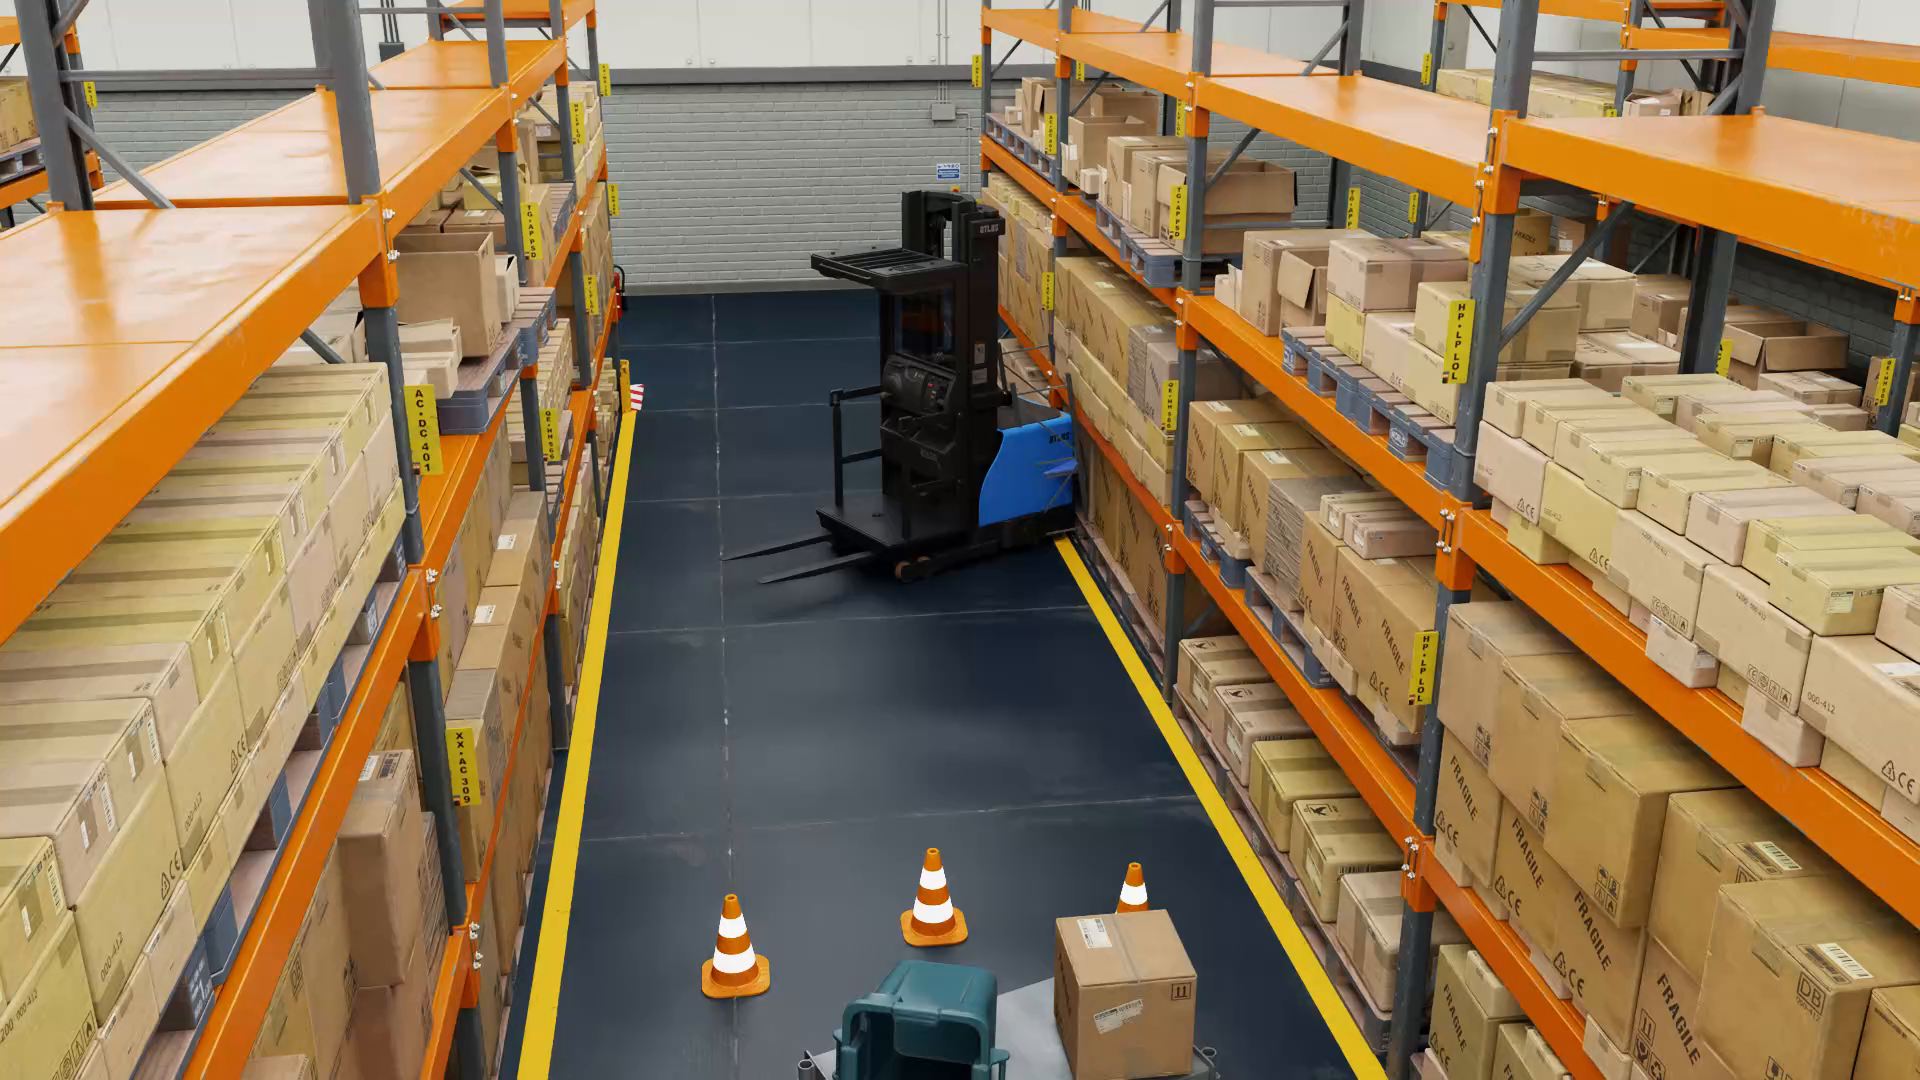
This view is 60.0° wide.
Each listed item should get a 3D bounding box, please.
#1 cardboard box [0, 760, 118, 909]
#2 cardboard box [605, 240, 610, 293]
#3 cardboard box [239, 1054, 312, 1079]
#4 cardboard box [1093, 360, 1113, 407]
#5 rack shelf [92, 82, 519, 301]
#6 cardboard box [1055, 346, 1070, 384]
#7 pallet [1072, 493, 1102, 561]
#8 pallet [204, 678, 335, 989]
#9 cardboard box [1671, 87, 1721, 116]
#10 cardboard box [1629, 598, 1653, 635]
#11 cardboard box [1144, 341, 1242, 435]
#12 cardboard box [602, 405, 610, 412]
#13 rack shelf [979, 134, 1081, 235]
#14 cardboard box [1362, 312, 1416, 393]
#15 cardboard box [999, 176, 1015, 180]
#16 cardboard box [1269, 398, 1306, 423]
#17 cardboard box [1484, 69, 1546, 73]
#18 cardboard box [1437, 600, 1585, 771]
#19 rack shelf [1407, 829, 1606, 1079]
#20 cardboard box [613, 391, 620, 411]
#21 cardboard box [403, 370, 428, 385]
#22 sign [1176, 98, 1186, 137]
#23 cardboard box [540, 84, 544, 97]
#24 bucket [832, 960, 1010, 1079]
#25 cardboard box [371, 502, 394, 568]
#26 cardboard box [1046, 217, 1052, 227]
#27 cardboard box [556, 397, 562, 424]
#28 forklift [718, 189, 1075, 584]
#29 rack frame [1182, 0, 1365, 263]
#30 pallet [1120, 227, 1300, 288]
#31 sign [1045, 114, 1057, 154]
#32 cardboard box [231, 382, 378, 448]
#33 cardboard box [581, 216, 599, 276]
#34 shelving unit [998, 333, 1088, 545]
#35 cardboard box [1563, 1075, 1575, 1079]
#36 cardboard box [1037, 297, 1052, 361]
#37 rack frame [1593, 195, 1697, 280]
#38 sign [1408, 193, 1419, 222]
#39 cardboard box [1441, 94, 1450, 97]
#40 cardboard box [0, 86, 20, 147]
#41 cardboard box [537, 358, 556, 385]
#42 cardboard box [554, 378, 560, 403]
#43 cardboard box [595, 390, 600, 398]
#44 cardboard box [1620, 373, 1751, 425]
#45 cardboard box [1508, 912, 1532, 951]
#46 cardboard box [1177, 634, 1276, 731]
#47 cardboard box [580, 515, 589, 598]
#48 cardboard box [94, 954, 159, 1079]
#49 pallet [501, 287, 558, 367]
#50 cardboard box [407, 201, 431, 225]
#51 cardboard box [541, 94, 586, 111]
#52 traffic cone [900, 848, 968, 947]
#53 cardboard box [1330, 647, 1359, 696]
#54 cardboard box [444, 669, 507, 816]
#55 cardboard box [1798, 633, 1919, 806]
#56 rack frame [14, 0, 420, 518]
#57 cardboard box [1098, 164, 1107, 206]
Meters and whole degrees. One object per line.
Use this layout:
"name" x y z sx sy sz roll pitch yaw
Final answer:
"cardboard box" -1.655 0.502 2.774 0.380 0.149 0.250 -3 21 -9
"cardboard box" -3.767 -2.691 16.566 0.500 0.500 0.500 -3 21 -9
"cardboard box" -1.981 1.621 3.832 0.875 0.550 0.550 -3 21 -8
"cardboard box" 1.313 -1.193 12.623 0.500 0.250 0.500 -4 21 -9
"rack shelf" -2.714 -1.650 7.371 1.077 0.370 4.000 -3 21 -8
"cardboard box" 1.107 -1.490 14.132 0.500 0.250 0.500 -3 21 -9
"pallet" 1.491 -0.156 14.332 1.003 0.211 1.213 -3 21 -8
"pallet" -2.146 0.670 3.974 1.003 0.211 1.213 -3 21 -8
"cardboard box" 6.328 -3.739 14.252 0.396 0.266 0.258 -3 21 -9
"cardboard box" 2.412 0.232 5.379 0.380 0.149 0.250 -4 21 -9
"cardboard box" 1.548 -1.022 11.093 0.500 0.500 0.500 -3 21 -9
"cardboard box" -3.614 -1.210 16.218 0.380 0.149 0.250 -2 21 -5
"rack shelf" 1.016 -3.486 16.004 1.077 0.370 4.000 -3 21 -8
"cardboard box" 2.162 -0.858 7.553 0.500 0.250 0.500 -3 21 -7
"cardboard box" 0.614 -3.706 17.352 0.380 0.149 0.250 -2 21 -6
"cardboard box" 2.222 -0.580 10.314 0.500 0.500 0.500 -4 21 -9
"cardboard box" 5.980 -4.931 17.919 0.500 0.250 0.500 -3 21 -9
"cardboard box" 2.307 0.553 6.452 0.700 0.500 0.500 -3 21 -8
"rack shelf" 2.746 2.074 5.405 1.077 0.370 4.000 -3 21 -8
"cardboard box" -3.736 -1.431 17.236 0.380 0.149 0.250 -2 21 -6
"cardboard box" -2.330 -0.574 6.794 0.250 0.149 0.380 -3 21 -8
"sign" 1.840 -3.551 13.961 0.100 0.325 0.005 -3 21 -8
"cardboard box" -4.334 -4.458 16.508 0.380 0.149 0.250 -3 21 -8
"bucket" -0.125 2.081 6.863 0.726 0.611 0.620 4 11 11
"cardboard box" -2.020 -0.005 5.271 0.380 0.149 0.250 -3 21 -7
"cardboard box" 0.989 -2.819 14.977 0.380 0.149 0.250 -3 21 -8
"cardboard box" -3.135 -0.942 12.209 0.380 0.149 0.250 -2 21 -5
"forklift" -0.506 -1.242 13.352 3.031 2.935 1.130 -15 25 -34
"rack frame" 1.881 -3.151 9.792 1.000 3.000 0.127 -3 21 -8
"pallet" 1.736 -1.878 10.939 1.213 0.211 1.003 -2 21 -5
"sign" 0.756 -3.382 13.844 0.100 0.325 0.005 -3 21 -8
"cardboard box" -2.021 -0.378 5.129 0.380 0.149 0.250 -3 21 -8
"cardboard box" -3.535 -2.619 14.944 0.500 0.500 0.500 -3 21 -7
"shelving unit" 0.716 -0.864 14.263 0.538 1.500 1.048 -10 26 -1
"cardboard box" 2.352 2.016 5.863 0.380 0.149 0.250 -2 21 -5
"cardboard box" 0.985 -1.920 14.927 0.500 0.500 0.500 -3 21 -7
"rack frame" 6.216 -1.977 15.223 1.000 3.000 0.127 -3 21 -8
"sign" 5.103 -3.740 18.706 0.100 0.325 0.005 -3 21 -8
"cardboard box" 5.433 -4.669 17.932 0.500 0.250 0.500 -3 21 -8
"cardboard box" -8.866 -3.752 14.800 0.700 0.500 0.500 -4 21 -11
"cardboard box" -3.141 -1.218 12.100 0.380 0.149 0.250 -4 21 -10
"cardboard box" -3.133 -1.075 12.142 0.380 0.149 0.250 -3 21 -8
"cardboard box" -3.689 -1.342 16.147 0.380 0.149 0.250 -4 21 -10
"cardboard box" 2.720 -0.518 6.249 0.380 0.149 0.250 -2 21 -7
"cardboard box" 2.342 1.462 6.373 0.380 0.149 0.250 -3 21 -8
"cardboard box" 1.953 0.890 10.703 0.950 0.372 0.625 -4 21 -11
"cardboard box" -3.080 0.132 12.547 0.500 0.500 0.500 -3 21 -9
"cardboard box" -1.654 0.873 2.921 0.380 0.149 0.250 -3 21 -8
"pallet" -2.857 -1.153 8.998 1.213 0.211 1.003 -2 21 -5
"cardboard box" -3.318 -1.994 9.743 0.396 0.266 0.258 -3 21 -8
"cardboard box" -3.664 -4.037 15.379 0.380 0.149 0.250 -2 21 -7
"traffic cone" -0.137 1.824 8.671 0.336 0.463 0.334 -3 21 -8
"cardboard box" 2.017 0.621 8.025 0.380 0.149 0.250 -3 21 -9
"cardboard box" -2.309 0.912 7.345 0.500 0.500 0.500 -3 21 -7
"cardboard box" 2.543 0.438 4.259 0.500 0.250 0.500 -2 21 -6
"rack frame" -2.426 -1.482 5.322 1.000 3.000 0.127 -3 21 -8
"cardboard box" 1.222 -2.614 12.234 0.396 0.266 0.258 -1 21 -3
